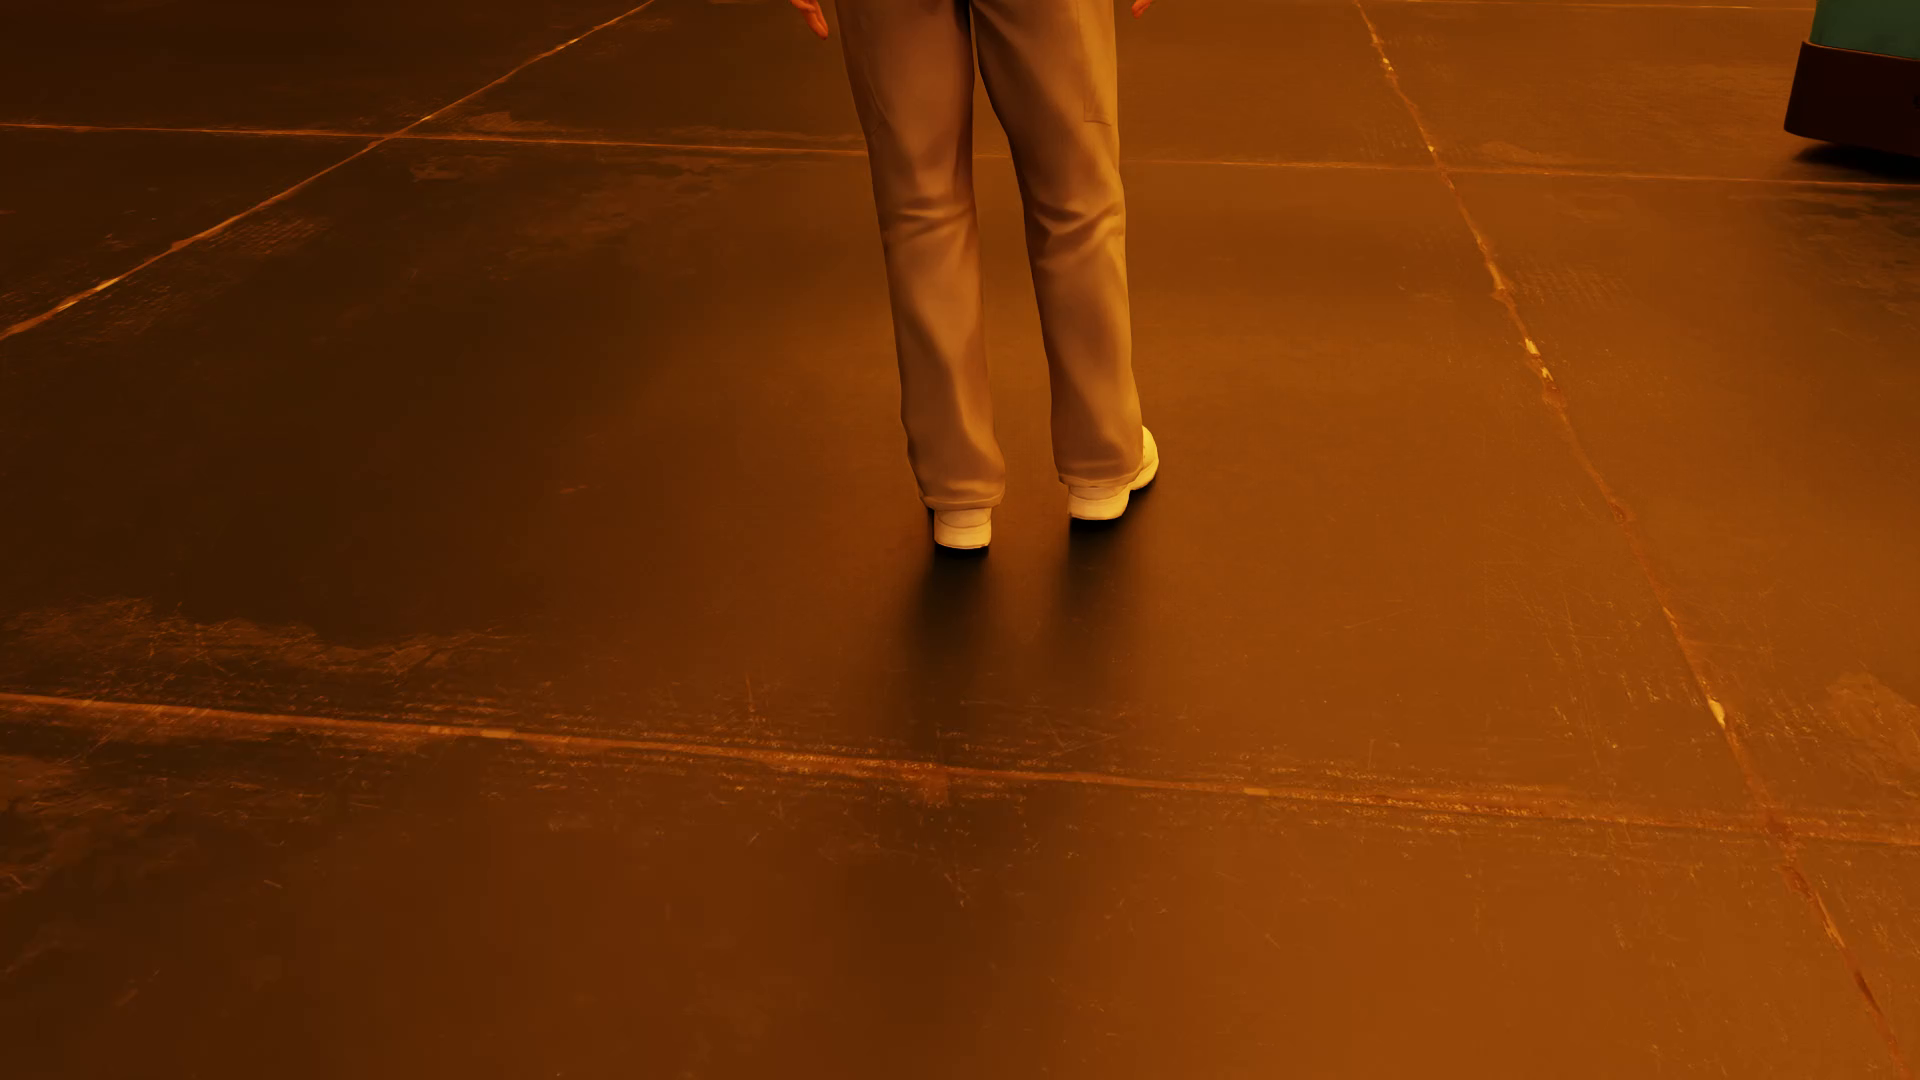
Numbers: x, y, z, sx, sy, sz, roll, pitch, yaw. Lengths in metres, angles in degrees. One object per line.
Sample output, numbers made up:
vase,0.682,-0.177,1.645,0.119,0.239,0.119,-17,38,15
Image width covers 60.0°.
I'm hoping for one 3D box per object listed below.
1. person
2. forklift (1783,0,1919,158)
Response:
person,0.023,-0.788,2.186,0.549,1.675,0.549,3,27,7
forklift,3.760,-2.617,4.464,3.031,2.935,1.130,-19,32,-34
